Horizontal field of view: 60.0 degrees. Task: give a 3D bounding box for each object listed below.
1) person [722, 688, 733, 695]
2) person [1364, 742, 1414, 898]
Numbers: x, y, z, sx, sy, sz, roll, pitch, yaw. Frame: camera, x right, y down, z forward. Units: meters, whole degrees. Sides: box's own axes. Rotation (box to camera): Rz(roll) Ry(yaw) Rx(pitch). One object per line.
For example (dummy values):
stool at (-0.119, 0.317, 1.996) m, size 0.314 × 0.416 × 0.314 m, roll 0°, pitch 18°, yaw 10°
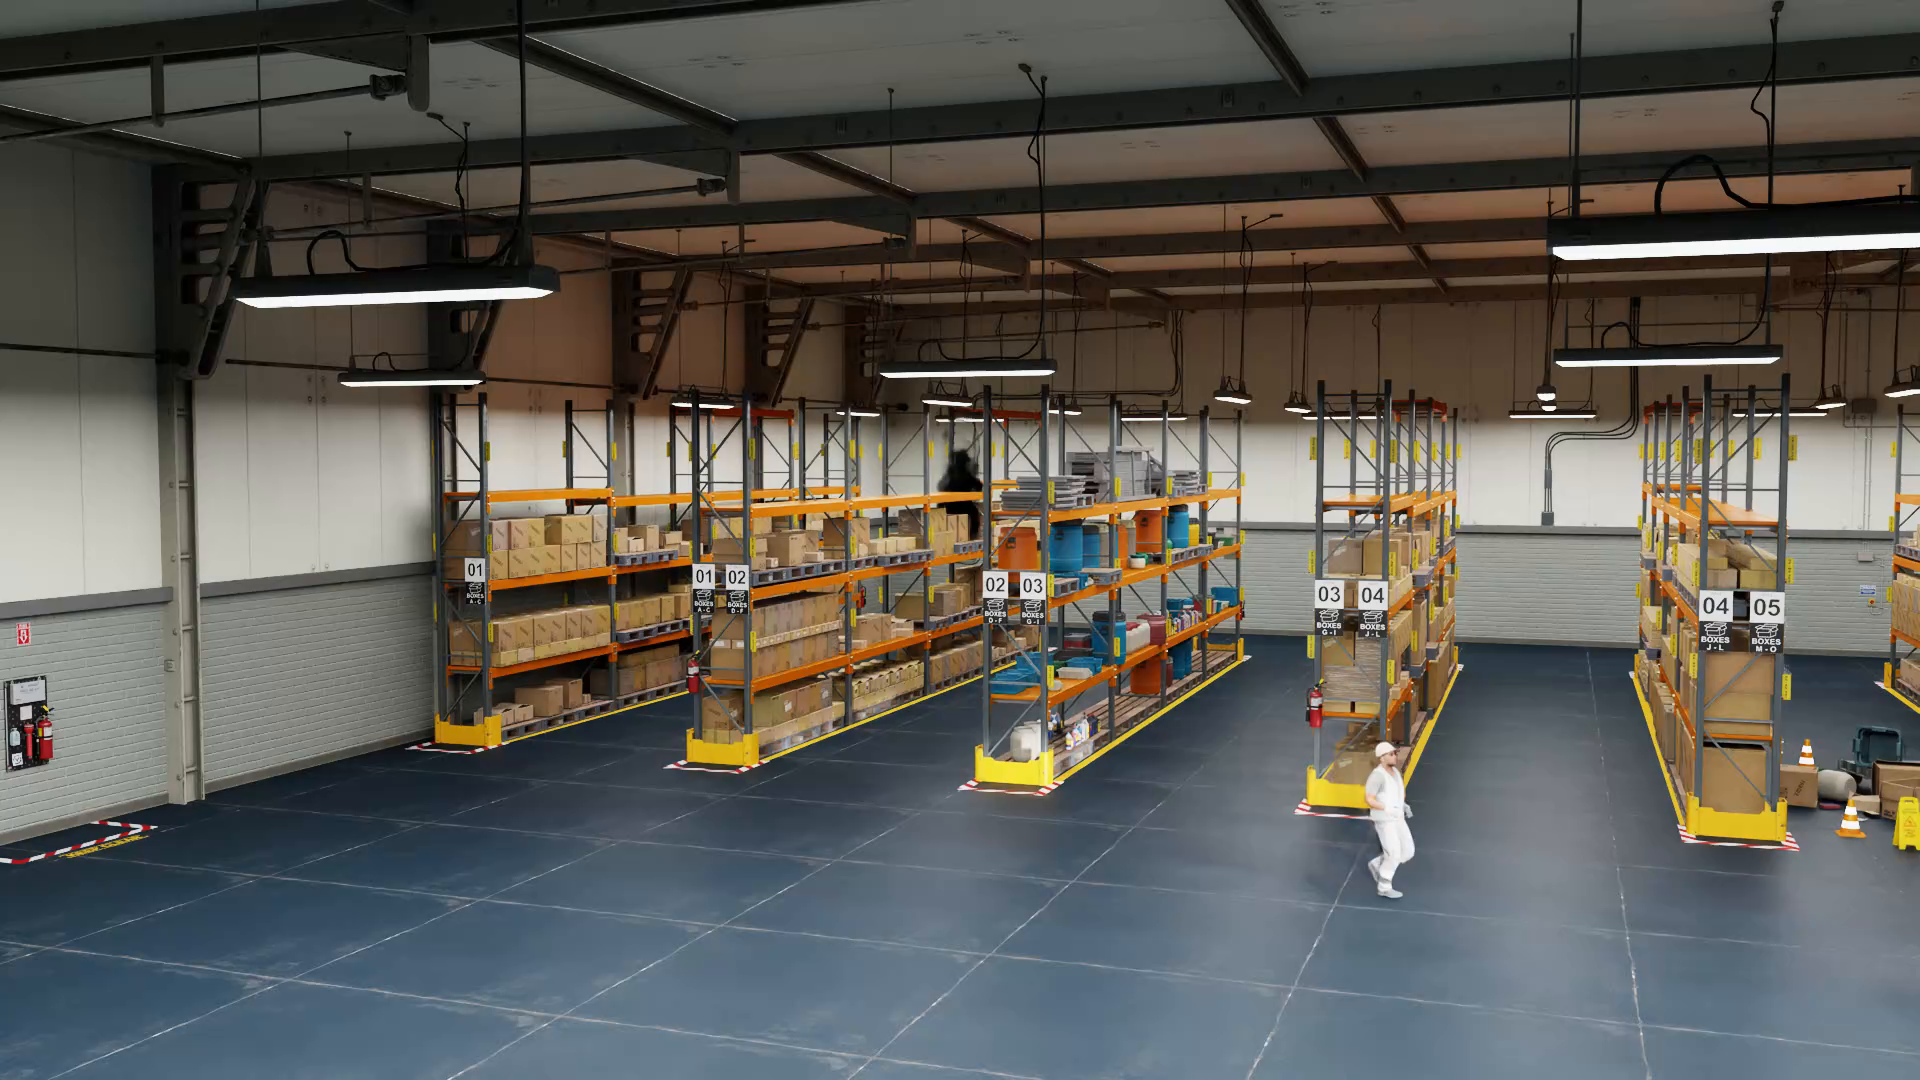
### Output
person at (-4.133, 2.545, 30.674) m, size 0.577 × 1.679 × 0.672 m, roll 1°, pitch 3°, yaw 14°
person at (4.810, 3.136, 18.650) m, size 0.651 × 1.739 × 0.612 m, roll -3°, pitch 4°, yaw -44°
